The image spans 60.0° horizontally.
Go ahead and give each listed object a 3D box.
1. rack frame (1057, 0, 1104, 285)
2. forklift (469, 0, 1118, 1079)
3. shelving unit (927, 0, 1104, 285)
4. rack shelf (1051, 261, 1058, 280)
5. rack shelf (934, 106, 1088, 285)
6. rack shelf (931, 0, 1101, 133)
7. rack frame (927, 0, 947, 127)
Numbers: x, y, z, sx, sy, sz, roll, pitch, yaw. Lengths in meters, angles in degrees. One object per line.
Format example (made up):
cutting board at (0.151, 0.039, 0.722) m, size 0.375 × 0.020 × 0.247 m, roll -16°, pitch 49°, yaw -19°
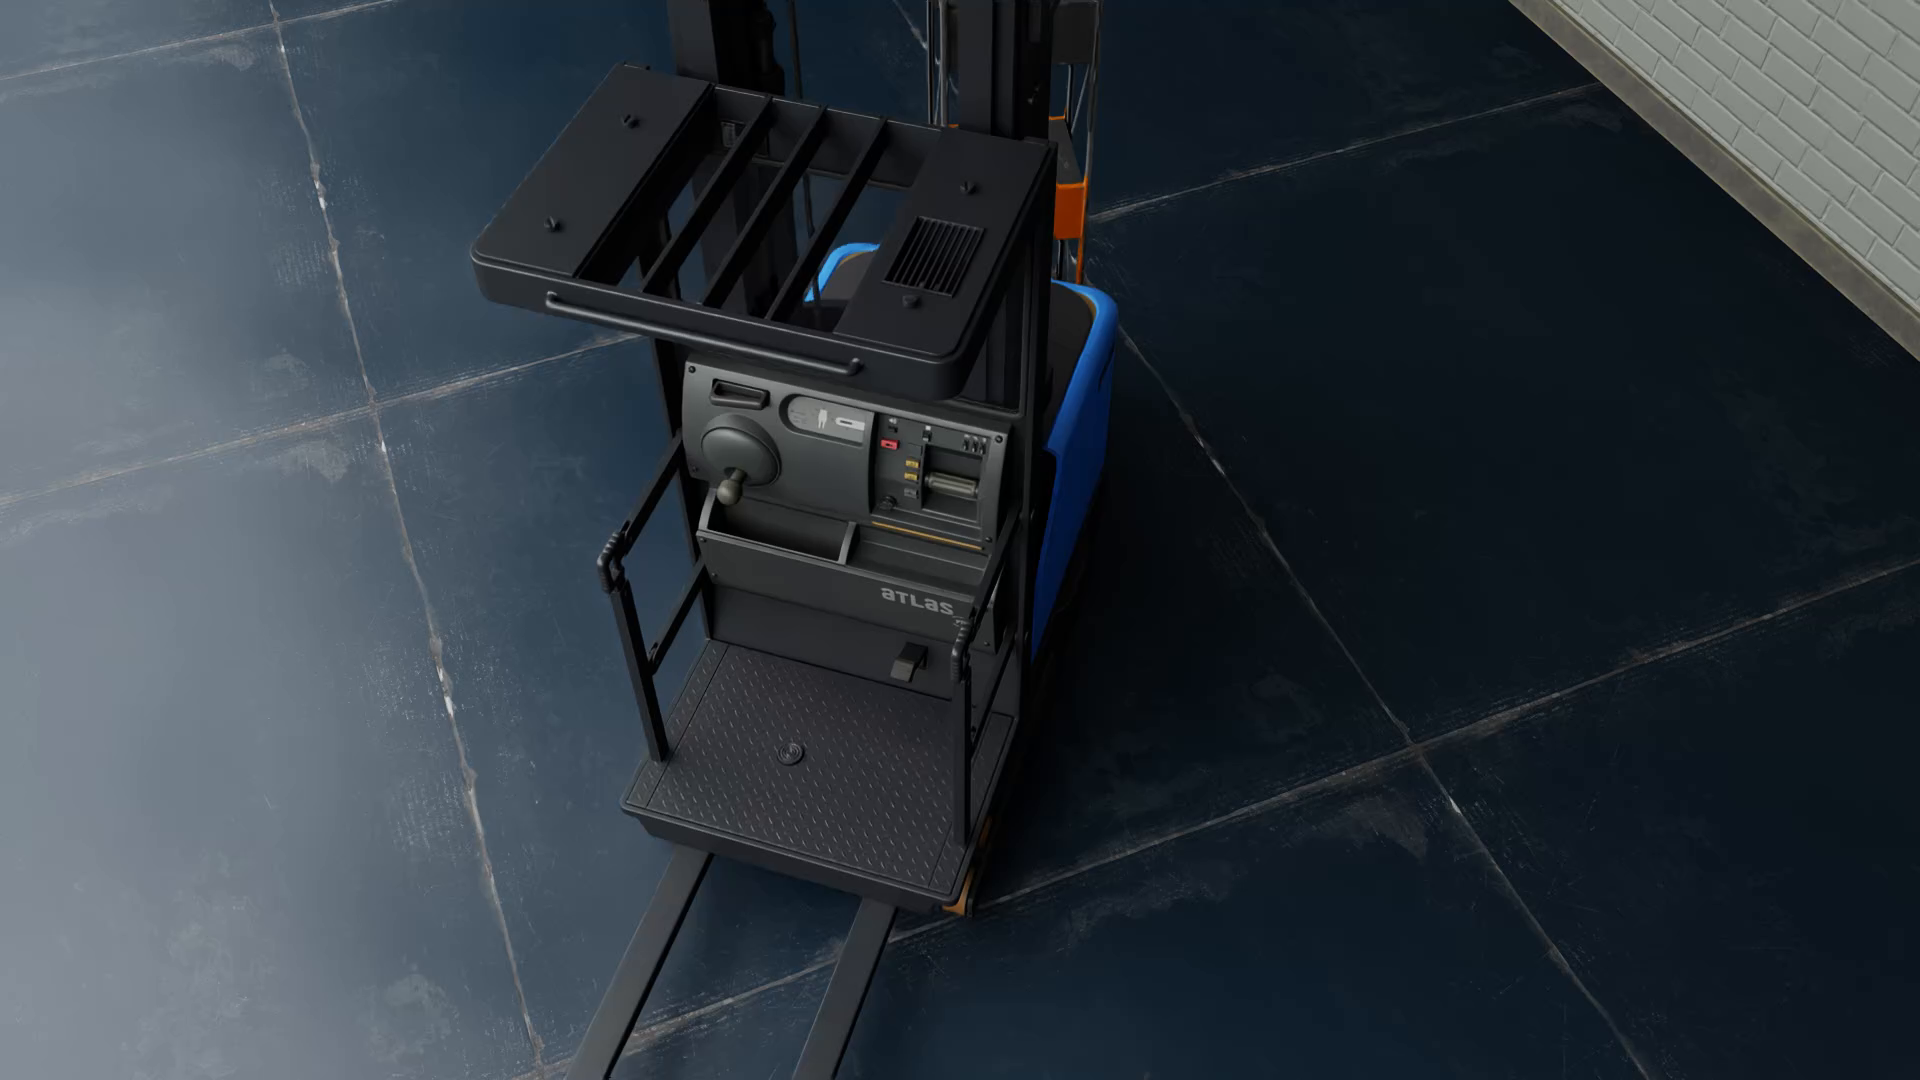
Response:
rack frame at (0.408, -1.212, 5.907) m, size 0.015 × 2.100 × 0.400 m, roll -6°, pitch 50°, yaw -5°
forklift at (-0.387, -0.129, 4.428) m, size 1.130 × 2.935 × 3.031 m, roll 14°, pitch 51°, yaw 11°
shelving unit at (0.166, -1.188, 5.886) m, size 0.503 × 2.100 × 0.431 m, roll -6°, pitch 50°, yaw -5°
rack shelf at (0.166, -0.723, 6.428) m, size 0.480 × 0.518 × 0.431 m, roll -6°, pitch 50°, yaw -5°
rack shelf at (0.166, -1.179, 5.896) m, size 0.480 × 0.518 × 0.431 m, roll -6°, pitch 50°, yaw -5°
rack shelf at (0.166, -1.635, 5.365) m, size 0.480 × 0.518 × 0.431 m, roll -6°, pitch 50°, yaw -5°
rack frame at (-0.076, -1.164, 5.865) m, size 0.015 × 2.100 × 0.400 m, roll -6°, pitch 50°, yaw -5°
